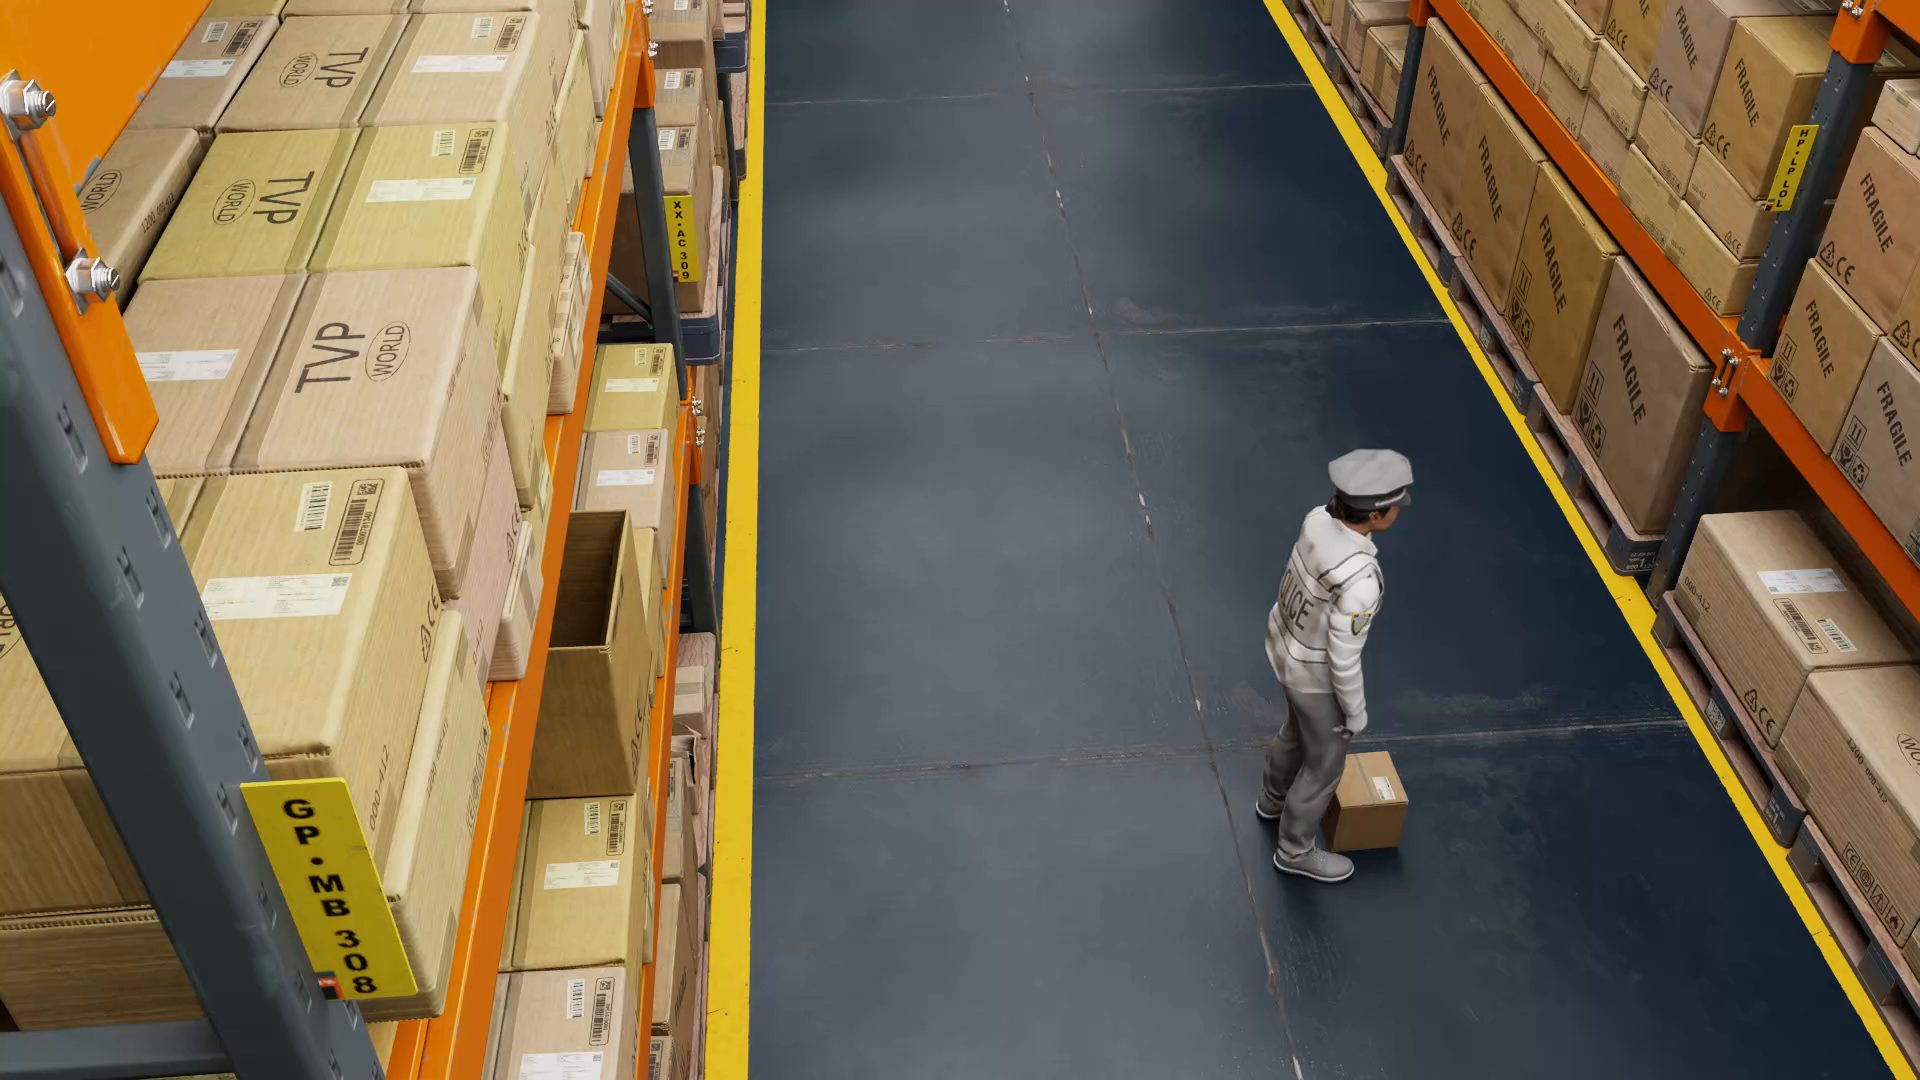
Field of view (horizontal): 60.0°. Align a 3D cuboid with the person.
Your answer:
[{"bbox_3d":[1.242,0.450,5.602,0.356,1.665,0.461,-5,40,-6],"label":"person"}]
